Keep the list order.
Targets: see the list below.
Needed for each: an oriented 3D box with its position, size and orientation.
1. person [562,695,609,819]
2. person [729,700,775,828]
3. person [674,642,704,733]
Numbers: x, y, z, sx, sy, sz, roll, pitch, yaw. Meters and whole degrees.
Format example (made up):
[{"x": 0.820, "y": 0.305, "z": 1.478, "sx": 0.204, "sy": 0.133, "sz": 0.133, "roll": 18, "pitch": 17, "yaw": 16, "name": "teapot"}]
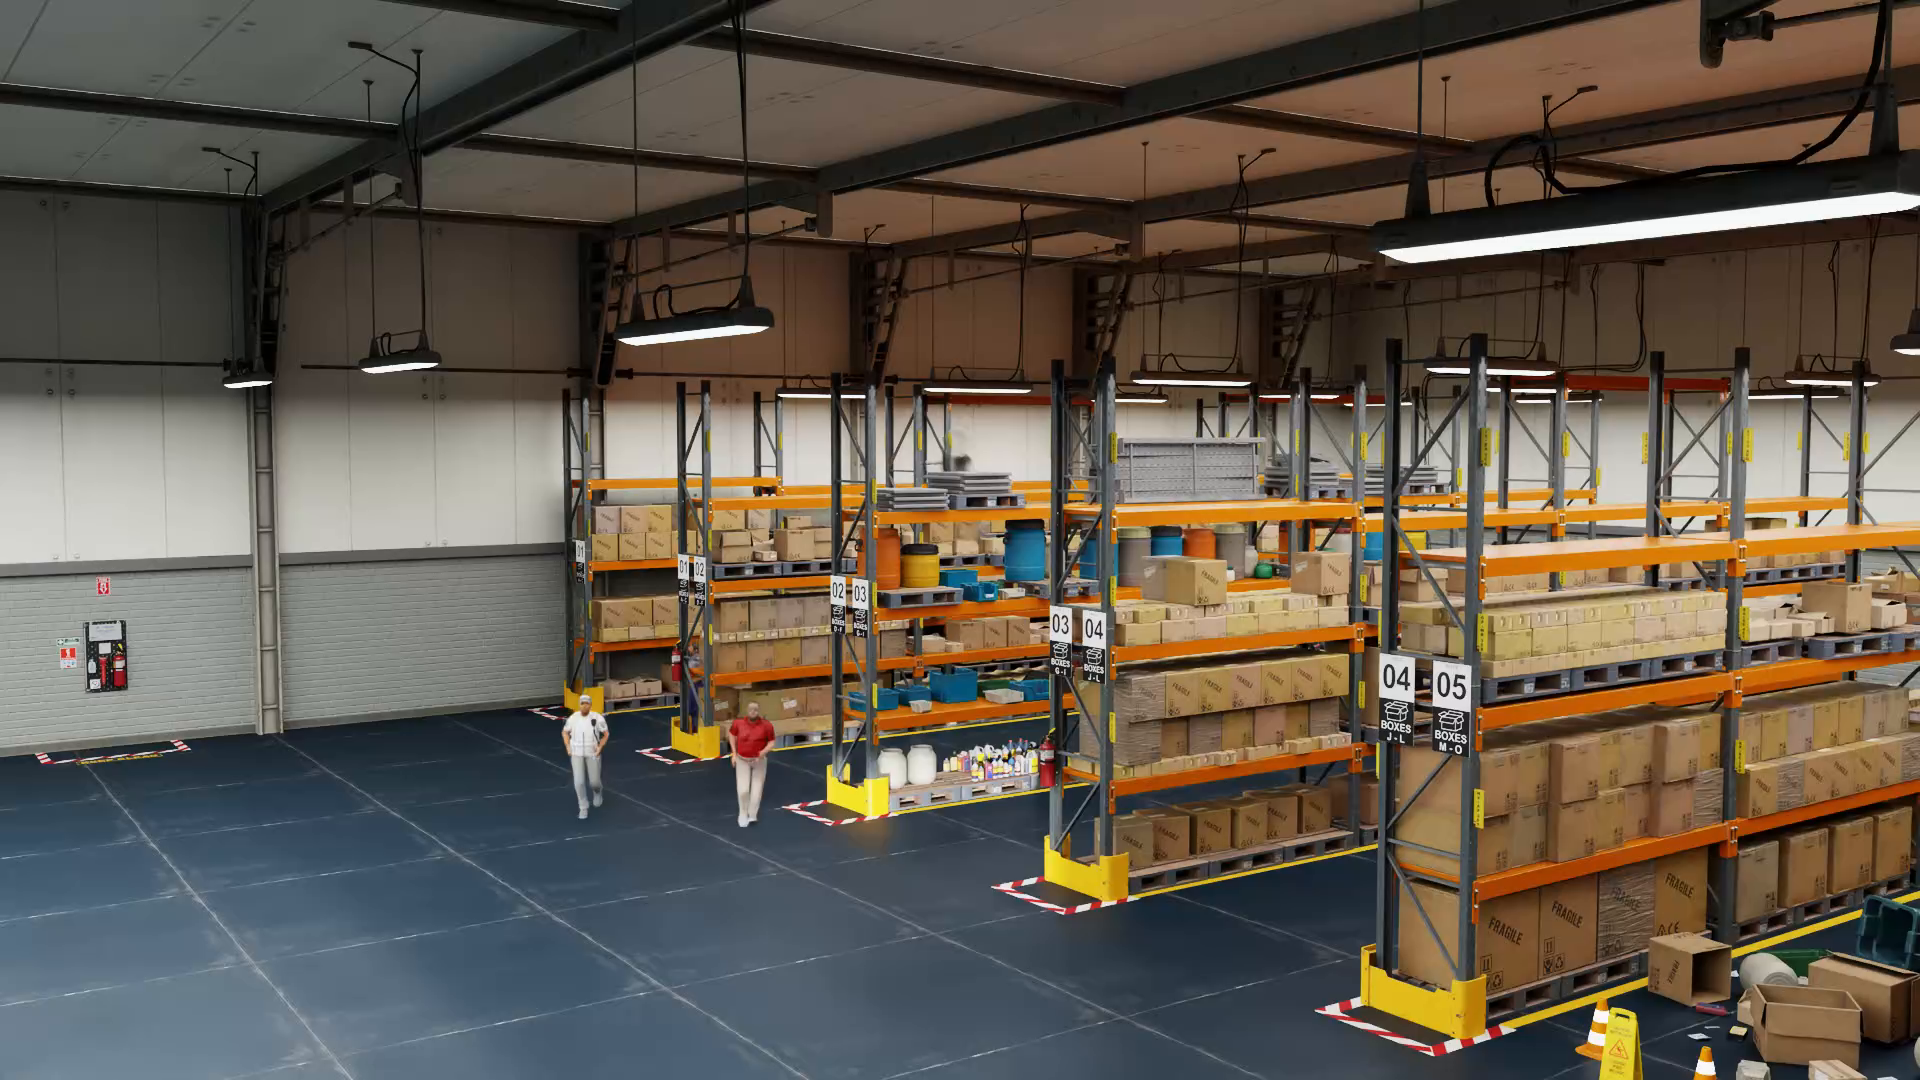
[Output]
[{"x": -5.080, "y": 2.906, "z": 22.553, "sx": 0.630, "sy": 1.643, "sz": 0.586, "roll": 0, "pitch": 4, "yaw": -6, "name": "person"}, {"x": -2.717, "y": 2.930, "z": 21.763, "sx": 0.583, "sy": 1.686, "sz": 0.762, "roll": -1, "pitch": 4, "yaw": -11, "name": "person"}, {"x": -4.555, "y": 2.541, "z": 28.467, "sx": 0.558, "sy": 1.595, "sz": 0.634, "roll": -3, "pitch": 5, "yaw": -37, "name": "person"}]
